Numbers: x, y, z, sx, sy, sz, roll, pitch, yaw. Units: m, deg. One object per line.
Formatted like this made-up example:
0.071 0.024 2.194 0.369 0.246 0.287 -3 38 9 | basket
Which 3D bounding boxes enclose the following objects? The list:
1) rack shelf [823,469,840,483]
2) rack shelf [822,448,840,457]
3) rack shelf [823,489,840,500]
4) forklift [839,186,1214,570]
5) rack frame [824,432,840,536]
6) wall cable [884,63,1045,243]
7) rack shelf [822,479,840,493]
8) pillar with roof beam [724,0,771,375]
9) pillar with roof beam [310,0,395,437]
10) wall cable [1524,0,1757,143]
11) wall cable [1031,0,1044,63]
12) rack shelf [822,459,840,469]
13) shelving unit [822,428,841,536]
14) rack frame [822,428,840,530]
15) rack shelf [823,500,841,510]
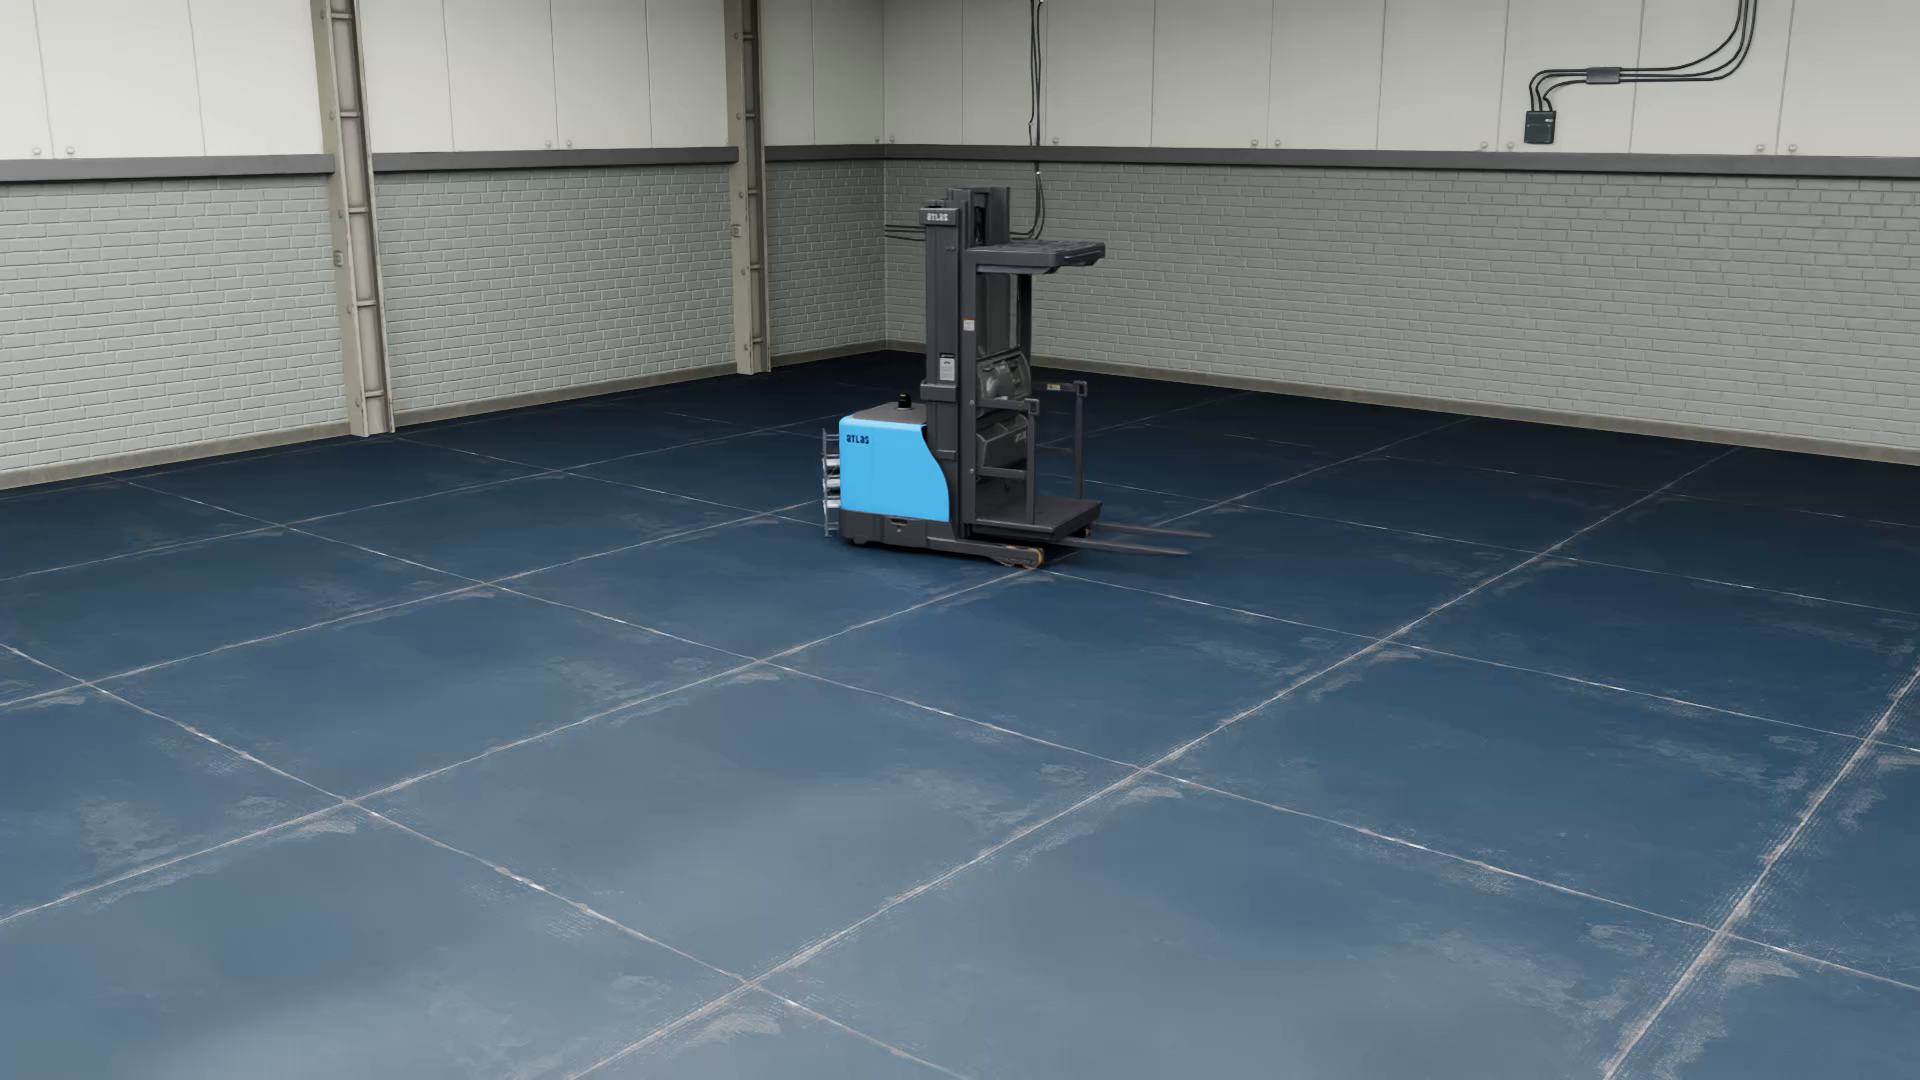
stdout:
-1.046 -0.554 14.247 0.258 0.077 0.200 -2 14 -7 | rack shelf
-1.046 -0.729 14.202 0.258 0.077 0.200 -2 14 -7 | rack shelf
-1.046 -0.380 14.291 0.258 0.077 0.200 -2 14 -7 | rack shelf
0.539 -1.333 13.416 3.031 2.935 1.130 7 16 25 | forklift
-1.032 -0.475 14.163 0.240 0.900 0.006 -2 14 -7 | rack frame
-0.031 -5.583 24.129 3.097 2.526 0.112 11 18 38 | wall cable
-1.046 -0.467 14.269 0.258 0.077 0.200 -2 14 -7 | rack shelf
0.437 -6.062 19.709 9.100 9.000 0.400 11 18 38 | pillar with roof beam
-3.334 -4.913 15.186 9.100 9.000 0.400 11 18 38 | pillar with roof beam
7.343 -7.264 17.533 2.305 6.003 0.169 11 18 38 | wall cable
2.073 -7.612 21.859 3.097 2.526 0.112 11 18 38 | wall cable
-1.046 -0.642 14.225 0.258 0.077 0.200 -2 14 -7 | rack shelf
-1.046 -0.499 14.261 0.258 0.900 0.210 -2 14 -7 | shelving unit
-1.059 -0.524 14.358 0.240 0.900 0.006 -2 14 -7 | rack frame
-1.046 -0.293 14.313 0.258 0.077 0.200 -2 14 -7 | rack shelf
